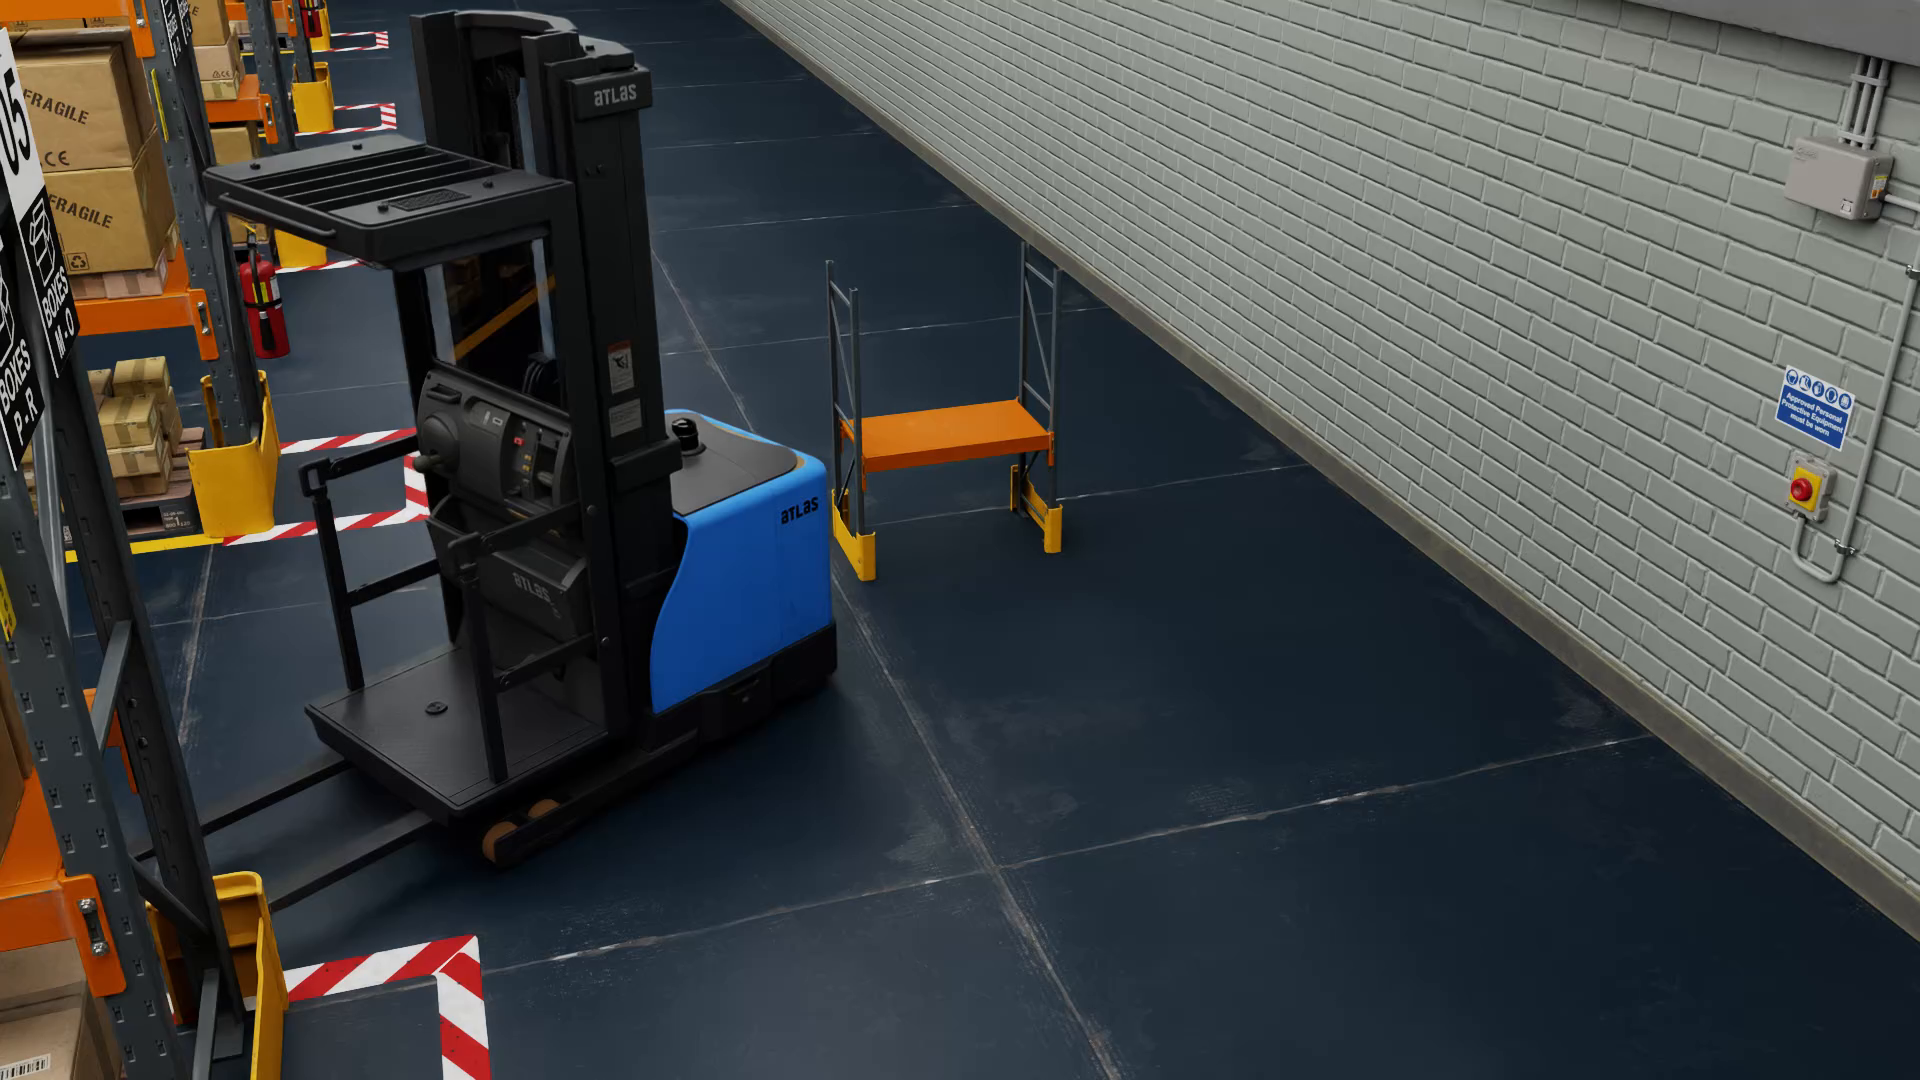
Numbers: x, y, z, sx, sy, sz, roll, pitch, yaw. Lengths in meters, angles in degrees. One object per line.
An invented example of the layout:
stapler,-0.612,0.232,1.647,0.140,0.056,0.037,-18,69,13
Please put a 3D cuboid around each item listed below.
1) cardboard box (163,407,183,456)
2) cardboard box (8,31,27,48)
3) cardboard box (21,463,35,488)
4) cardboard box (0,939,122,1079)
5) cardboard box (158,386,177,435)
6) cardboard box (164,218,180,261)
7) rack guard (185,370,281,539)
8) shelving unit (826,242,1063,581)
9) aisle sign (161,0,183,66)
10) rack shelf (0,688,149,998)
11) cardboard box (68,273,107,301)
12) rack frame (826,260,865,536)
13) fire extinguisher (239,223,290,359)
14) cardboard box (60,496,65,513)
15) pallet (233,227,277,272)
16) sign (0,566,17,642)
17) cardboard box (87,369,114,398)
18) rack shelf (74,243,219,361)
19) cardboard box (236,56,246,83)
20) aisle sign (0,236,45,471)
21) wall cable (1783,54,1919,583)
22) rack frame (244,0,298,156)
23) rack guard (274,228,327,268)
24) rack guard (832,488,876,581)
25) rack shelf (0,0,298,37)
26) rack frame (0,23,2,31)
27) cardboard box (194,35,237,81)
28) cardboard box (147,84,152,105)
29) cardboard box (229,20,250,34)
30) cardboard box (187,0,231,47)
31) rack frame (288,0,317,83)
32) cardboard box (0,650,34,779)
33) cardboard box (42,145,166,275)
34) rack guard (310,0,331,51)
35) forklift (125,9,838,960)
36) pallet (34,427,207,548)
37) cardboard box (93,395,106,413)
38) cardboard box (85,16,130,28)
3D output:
cardboard box,-4.522,-0.598,9.316,0.250,0.149,0.380,-8,27,-15
cardboard box,-4.911,-2.228,8.293,0.500,0.500,0.500,-7,27,-15
cardboard box,-4.831,-0.403,8.587,0.250,0.149,0.380,-9,28,-18
cardboard box,-2.892,1.548,4.668,0.875,0.438,0.875,-9,28,-18
cardboard box,-4.502,-0.705,9.196,0.250,0.149,0.380,-7,27,-14
cardboard box,-4.334,-1.605,8.893,0.250,0.149,0.380,-8,28,-17
rack guard,-3.997,-0.494,9.183,0.348,0.500,1.175,-8,28,-16
shelving unit,-0.073,-0.661,8.395,1.083,1.500,0.587,-8,28,-16
aisle sign,-3.762,-2.672,7.835,0.004,0.787,0.394,-8,28,-16
rack shelf,-4.197,1.053,4.065,4.000,0.370,1.077,-8,28,-16
cardboard box,-4.395,-1.329,8.336,0.250,0.149,0.380,-8,28,-16
rack frame,-0.564,-0.590,8.252,0.032,1.500,0.500,-8,28,-16
fire extinguisher,-3.542,-1.262,8.425,0.183,0.674,0.296,-8,28,-16
cardboard box,-4.573,-0.296,8.707,0.250,0.149,0.380,-7,27,-15
pallet,-6.100,-2.343,13.232,1.213,0.211,1.003,-8,28,-16
sign,-2.141,0.062,3.684,0.005,0.325,0.100,-8,28,-16
cardboard box,-4.753,-0.784,9.021,0.250,0.149,0.380,-8,27,-15
rack shelf,-5.826,-1.026,8.253,4.000,0.370,1.077,-8,28,-16
cardboard box,-5.804,-3.713,13.139,0.250,0.149,0.380,-8,27,-16
aisle sign,-2.131,-0.588,3.638,0.004,0.787,0.394,-8,28,-16
wall cable,3.059,-0.800,5.811,0.123,1.953,0.585,-8,28,-16
rack frame,-5.364,-3.735,12.900,0.127,3.000,1.000,-8,28,-16
rack guard,-5.341,-2.619,13.463,0.348,0.500,1.175,-8,28,-16
rack guard,-0.546,-0.033,8.535,0.087,0.250,0.587,-8,28,-16
rack shelf,-8.800,-5.232,16.724,4.000,0.370,1.077,-8,28,-16
rack frame,-2.295,-2.232,3.126,0.127,3.000,1.000,-8,28,-16
cardboard box,-5.743,-3.622,12.507,0.500,0.250,0.500,-9,28,-17
cardboard box,-6.088,-3.364,12.434,0.250,0.149,0.380,-8,28,-16
cardboard box,-9.282,-6.655,21.474,0.250,0.166,0.380,-8,28,-16
cardboard box,-5.746,-3.959,12.342,0.500,0.500,0.500,-8,27,-15
rack frame,-6.898,-5.829,17.118,0.127,3.000,1.000,-8,28,-16
cardboard box,-2.841,0.355,4.549,0.500,0.500,0.500,-8,28,-17
cardboard box,-4.272,-1.631,8.216,0.500,0.500,0.500,-8,27,-15
rack guard,-8.501,-6.794,21.873,0.348,0.500,1.175,-8,28,-16
forklift,-1.900,-0.335,6.129,1.130,2.935,3.031,21,33,36
pallet,-4.780,-0.268,9.052,1.213,0.211,1.003,-8,28,-16
cardboard box,-4.606,-0.611,8.673,0.250,0.149,0.380,-8,27,-15
cardboard box,-6.380,-4.116,12.659,0.500,0.500,0.500,-9,28,-17
